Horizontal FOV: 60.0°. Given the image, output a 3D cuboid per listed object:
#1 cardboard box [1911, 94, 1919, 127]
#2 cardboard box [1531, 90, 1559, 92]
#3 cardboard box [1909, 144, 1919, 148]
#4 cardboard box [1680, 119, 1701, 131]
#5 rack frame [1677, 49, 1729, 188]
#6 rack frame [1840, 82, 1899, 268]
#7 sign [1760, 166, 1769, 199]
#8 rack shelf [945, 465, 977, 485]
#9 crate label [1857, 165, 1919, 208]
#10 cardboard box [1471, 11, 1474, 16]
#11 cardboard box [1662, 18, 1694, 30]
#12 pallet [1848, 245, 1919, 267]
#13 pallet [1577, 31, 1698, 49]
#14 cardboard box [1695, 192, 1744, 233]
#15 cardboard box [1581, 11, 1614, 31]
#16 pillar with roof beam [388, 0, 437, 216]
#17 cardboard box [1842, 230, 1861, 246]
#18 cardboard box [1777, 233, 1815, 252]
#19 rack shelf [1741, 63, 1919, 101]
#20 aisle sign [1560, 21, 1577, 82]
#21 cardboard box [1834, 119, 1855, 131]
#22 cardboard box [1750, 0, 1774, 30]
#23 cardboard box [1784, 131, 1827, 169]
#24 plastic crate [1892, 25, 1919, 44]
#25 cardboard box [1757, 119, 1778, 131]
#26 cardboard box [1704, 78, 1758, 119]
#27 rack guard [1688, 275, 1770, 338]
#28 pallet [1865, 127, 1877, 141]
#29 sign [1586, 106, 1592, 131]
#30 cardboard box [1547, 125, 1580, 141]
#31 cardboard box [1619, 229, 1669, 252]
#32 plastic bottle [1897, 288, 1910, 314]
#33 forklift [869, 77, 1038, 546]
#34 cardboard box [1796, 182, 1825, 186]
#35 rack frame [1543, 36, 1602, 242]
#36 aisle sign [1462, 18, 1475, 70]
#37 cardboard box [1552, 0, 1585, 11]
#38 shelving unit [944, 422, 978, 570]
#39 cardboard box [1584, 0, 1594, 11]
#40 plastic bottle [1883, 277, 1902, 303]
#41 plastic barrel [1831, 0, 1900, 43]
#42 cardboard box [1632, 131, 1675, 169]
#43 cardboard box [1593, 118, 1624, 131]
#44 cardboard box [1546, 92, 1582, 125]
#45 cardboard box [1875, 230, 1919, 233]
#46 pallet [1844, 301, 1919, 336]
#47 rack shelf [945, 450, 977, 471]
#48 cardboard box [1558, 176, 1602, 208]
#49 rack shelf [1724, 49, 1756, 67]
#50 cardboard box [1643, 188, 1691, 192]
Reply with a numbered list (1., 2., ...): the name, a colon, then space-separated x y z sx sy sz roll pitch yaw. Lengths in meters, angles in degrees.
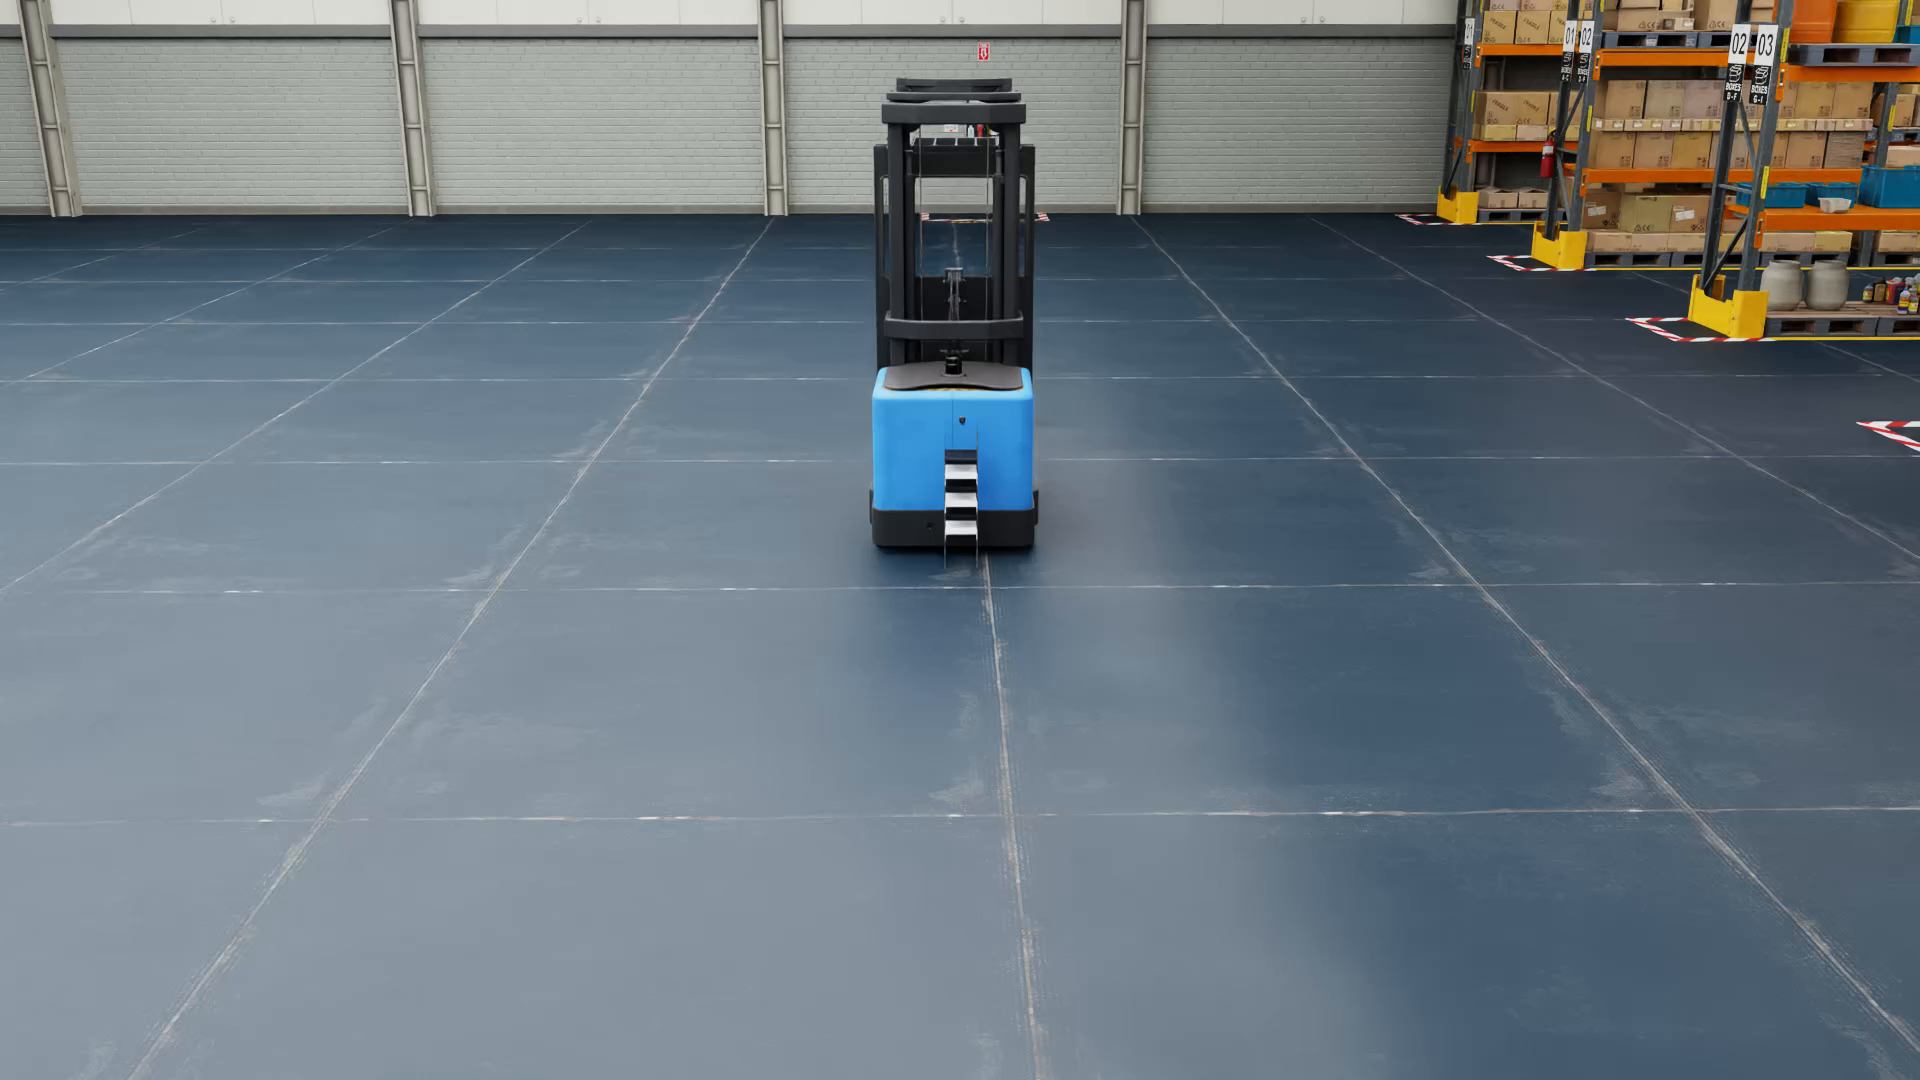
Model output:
1. cardboard box: 15.719 -7.064 27.274 0.500 0.500 0.700 -2 18 -7
2. cardboard box: 9.678 -7.139 27.377 0.500 0.500 0.500 -1 18 -2
3. cardboard box: 13.147 -5.276 22.805 0.258 0.266 0.396 -1 18 -2
4. cardboard box: 9.700 -5.559 22.240 0.250 0.149 0.380 -1 18 -3
5. rack frame: 12.189 -6.793 27.313 0.127 3.000 1.000 0 18 -1
6. rack frame: 12.271 -5.280 22.597 0.127 3.000 1.000 0 18 -1
7. sign: 8.351 -3.712 17.254 0.005 0.325 0.100 0 18 -1
8. rack shelf: 0.005 -0.414 10.386 0.200 0.077 0.258 0 18 -1
9. crate label: 10.182 -3.856 18.100 0.616 0.435 0.502 0 18 -1
10. cardboard box: 8.603 -8.338 27.024 0.500 0.500 0.500 1 18 3
11. cardboard box: 9.451 -6.788 21.881 0.250 0.149 0.380 0 18 -1
12. pallet: 13.007 -3.968 23.071 1.213 0.211 1.003 0 18 -1
13. pallet: 8.979 -6.642 22.078 1.213 0.211 1.003 0 18 -1
14. cardboard box: 10.311 -4.450 22.594 0.500 0.500 0.500 0 18 -1
15. cardboard box: 10.120 -8.189 26.557 0.500 0.500 0.500 1 18 3
16. pillar with roof beam: -9.054 -8.496 22.801 0.400 9.000 9.100 0 18 -1
17. cardboard box: 12.681 -4.261 23.235 0.500 0.250 0.500 0 18 -1
18. cardboard box: 11.311 -4.102 22.739 0.500 0.250 0.500 0 18 -1
19. rack shelf: 10.346 -4.843 17.502 4.000 0.370 1.077 0 18 -1
20. aisle sign: 8.201 -6.588 22.418 0.004 0.787 0.394 0 18 -1
21. cardboard box: 11.755 -5.569 22.272 0.250 0.149 0.380 -1 18 -2
22. cardboard box: 10.623 -7.055 22.132 0.637 0.503 0.797 2 18 5
23. cardboard box: 11.300 -5.319 22.554 0.500 0.500 0.700 0 18 -1
24. plastic crate: 10.248 -5.270 17.680 0.575 0.384 0.392 0 18 -1
25. cardboard box: 10.733 -5.564 22.256 0.250 0.149 0.380 0 18 1
26. cardboard box: 10.322 -5.934 22.348 0.500 0.500 0.700 0 18 -1
27. rack guard: 8.421 -2.572 18.248 0.348 0.500 1.175 0 18 -1
28. pallet: 14.210 -6.699 27.333 1.213 0.211 1.003 0 18 -1
29. sign: 8.274 -5.541 21.864 0.005 0.325 0.100 0 18 -1
30. cardboard box: 9.711 -6.625 27.001 0.500 0.250 0.500 -1 18 -2
31. cardboard box: 9.311 -4.090 22.700 0.500 0.250 0.500 0 18 -1
32. plastic bottle: 10.164 -2.572 17.900 0.097 0.271 0.097 0 18 0
33. forklift: -0.036 -1.749 11.700 1.130 2.935 3.031 0 18 0
34. cardboard box: 13.952 -5.829 27.679 0.500 0.500 0.700 0 18 0
35. rack frame: 8.272 -5.261 22.536 0.127 3.000 1.000 0 18 -1
36. aisle sign: 8.123 -7.920 26.569 0.004 0.787 0.394 0 18 -1
37. cardboard box: 9.593 -8.656 26.376 0.500 0.500 0.500 0 18 1
38. shelving unit: 0.005 -0.275 10.431 0.210 0.900 0.258 0 18 -1
39. cardboard box: 10.158 -8.819 26.884 0.500 0.500 0.500 0 18 -1
40. plastic bottle: 10.428 -2.796 18.592 0.135 0.276 0.152 0 18 0
41. plastic barrel: 9.484 -5.510 17.407 0.600 0.588 0.600 0 18 0
42. cardboard box: 9.264 -5.311 22.528 0.500 0.500 0.700 0 18 1
43. cardboard box: 8.667 -5.553 22.223 0.250 0.149 0.380 0 18 -1
44. cardboard box: 9.683 -6.979 26.879 0.500 0.500 0.500 -1 18 -3
45. cardboard box: 12.688 -4.364 22.636 0.500 0.311 0.500 0 18 -1
46. pallet: 10.451 -2.442 18.315 1.213 0.211 1.003 0 18 -1
47. rack shelf: 0.005 -0.500 10.358 0.200 0.077 0.258 0 18 -1
48. cardboard box: 10.187 -5.760 27.464 0.500 0.500 0.700 -1 18 -4
49. rack shelf: 14.189 -7.888 26.995 4.000 0.370 1.077 0 18 -1
50. cardboard box: 9.803 -4.611 23.098 0.500 0.500 0.500 0 18 -1
